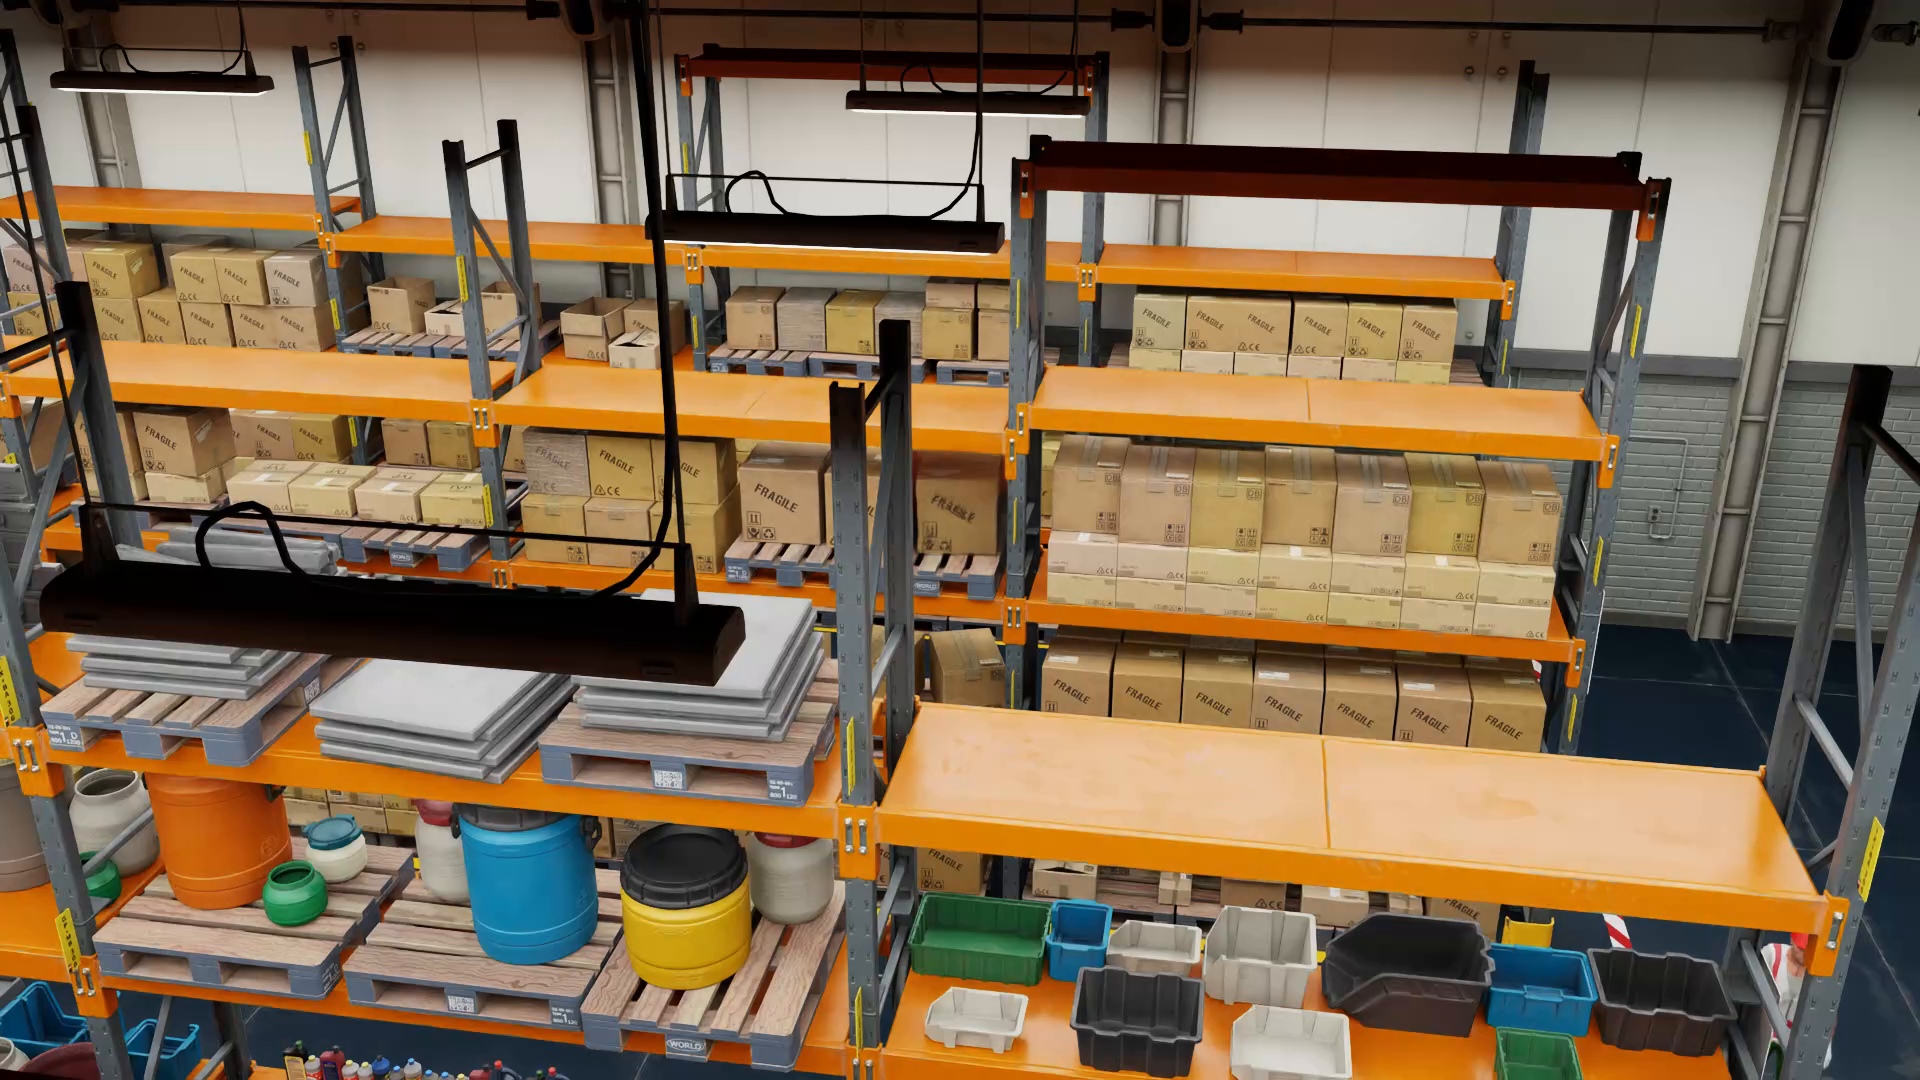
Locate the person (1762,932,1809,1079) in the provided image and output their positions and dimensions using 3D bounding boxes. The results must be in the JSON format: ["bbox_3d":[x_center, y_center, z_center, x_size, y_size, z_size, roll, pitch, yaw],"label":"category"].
[{"bbox_3d":[5.199,3.185,10.629,0.531,1.845,0.623,-13,26,-27],"label":"person"}]

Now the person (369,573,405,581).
[{"bbox_3d":[-5.986,0.304,17.364,0.621,1.774,0.821,16,28,33],"label":"person"}]
